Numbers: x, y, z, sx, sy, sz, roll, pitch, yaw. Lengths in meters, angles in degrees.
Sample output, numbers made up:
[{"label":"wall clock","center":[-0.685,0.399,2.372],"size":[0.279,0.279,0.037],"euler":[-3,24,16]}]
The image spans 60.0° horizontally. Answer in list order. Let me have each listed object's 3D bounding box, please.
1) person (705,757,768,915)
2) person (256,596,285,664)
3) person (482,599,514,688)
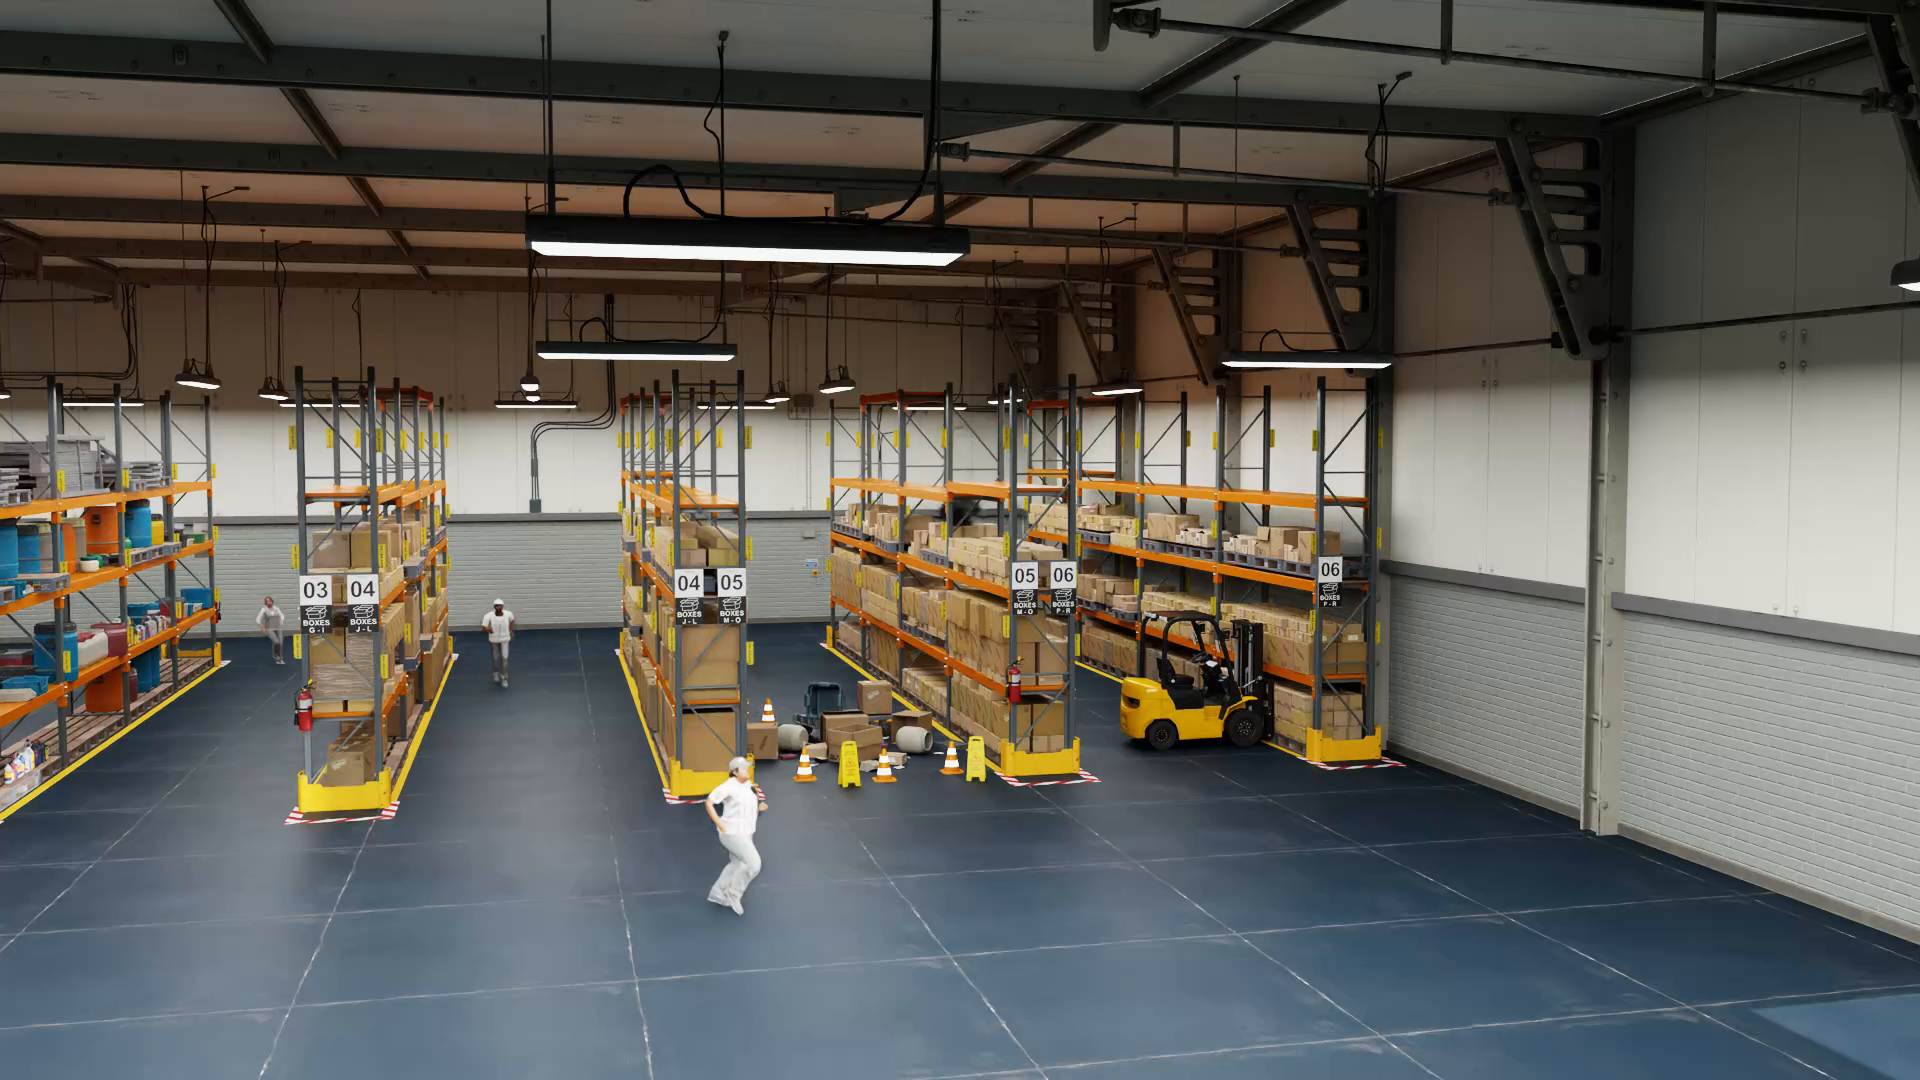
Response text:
[{"label":"person","center":[-2.376,3.128,17.684],"size":[0.701,1.656,0.591],"euler":[1,4,19]},{"label":"person","center":[-15.315,2.026,37.058],"size":[0.585,1.538,0.518],"euler":[-3,5,-43]},{"label":"person","center":[-9.440,2.082,34.004],"size":[0.640,1.796,0.890],"euler":[-1,4,-15]}]
